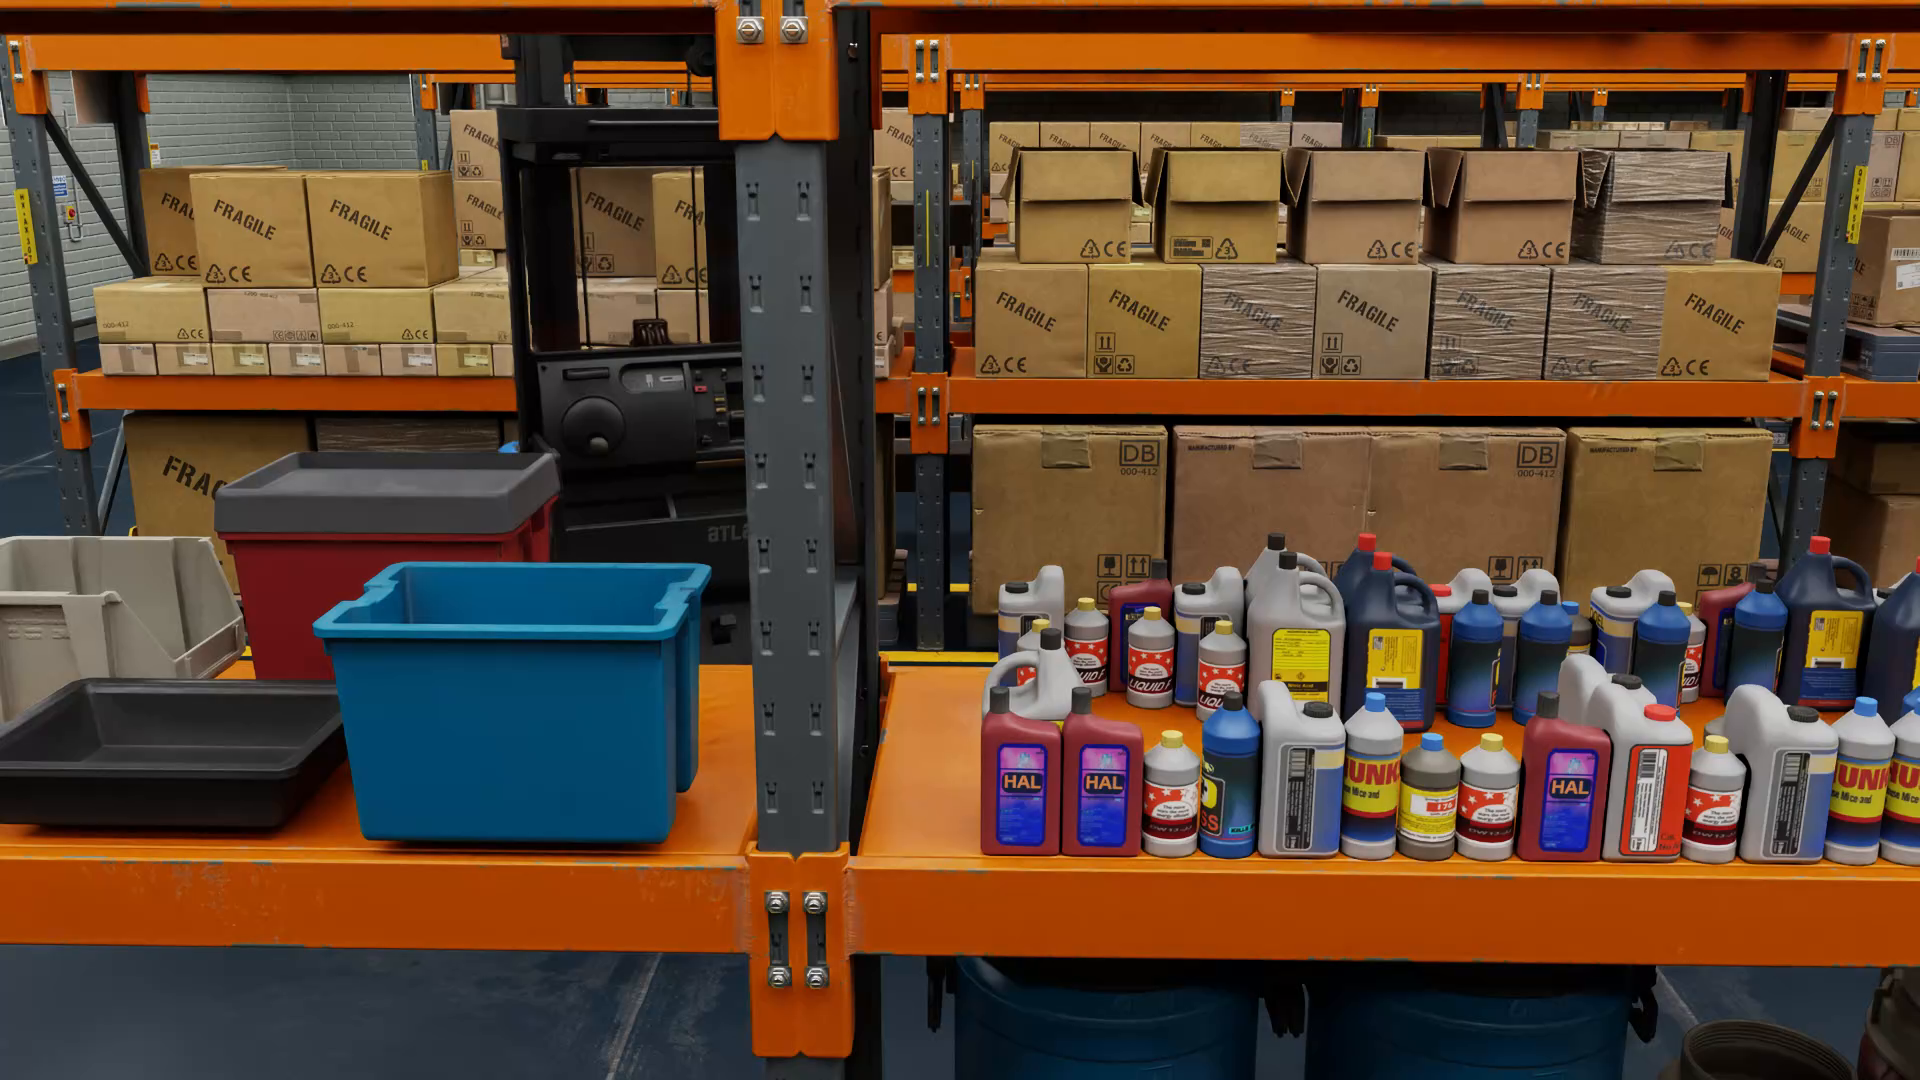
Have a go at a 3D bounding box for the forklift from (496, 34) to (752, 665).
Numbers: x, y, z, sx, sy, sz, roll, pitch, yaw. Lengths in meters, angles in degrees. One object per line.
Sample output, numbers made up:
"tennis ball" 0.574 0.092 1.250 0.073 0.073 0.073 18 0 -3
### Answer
"forklift" -1.017 -0.510 6.029 1.130 2.935 3.031 -6 16 -21

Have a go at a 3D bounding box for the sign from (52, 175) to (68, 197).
"sign" -9.574 -3.753 17.655 0.001 0.218 0.327 0 15 1

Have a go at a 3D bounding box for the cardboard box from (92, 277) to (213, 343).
"cardboard box" -3.654 -1.075 7.747 0.500 0.250 0.500 0 15 0

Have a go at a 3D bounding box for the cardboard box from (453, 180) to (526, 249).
"cardboard box" -3.458 -2.459 12.502 0.500 0.500 0.500 1 15 4

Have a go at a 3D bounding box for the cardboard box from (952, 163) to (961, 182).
"cardboard box" -0.240 -4.987 22.572 0.500 0.250 0.500 0 15 1

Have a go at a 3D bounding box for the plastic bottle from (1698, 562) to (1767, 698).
"plastic bottle" 1.616 0.187 3.478 0.133 0.283 0.061 0 15 1

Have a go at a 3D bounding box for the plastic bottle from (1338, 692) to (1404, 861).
"plastic bottle" 0.679 0.386 2.751 0.097 0.271 0.097 0 15 0

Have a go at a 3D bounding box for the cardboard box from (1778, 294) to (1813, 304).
"cardboard box" 8.107 -2.229 15.823 0.500 0.500 0.500 0 15 1

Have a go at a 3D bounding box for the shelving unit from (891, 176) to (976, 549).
"shelving unit" -0.165 -1.016 9.576 0.503 2.100 0.431 0 15 1

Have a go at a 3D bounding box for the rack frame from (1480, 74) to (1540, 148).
"rack frame" 4.098 -2.288 12.633 0.127 3.000 1.000 0 15 1

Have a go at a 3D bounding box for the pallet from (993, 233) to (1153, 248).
"pallet" 0.860 -2.180 12.597 1.213 0.211 1.003 0 15 1

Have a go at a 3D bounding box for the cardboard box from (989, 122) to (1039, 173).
"cardboard box" 0.557 -4.033 17.090 0.500 0.500 0.500 1 15 2

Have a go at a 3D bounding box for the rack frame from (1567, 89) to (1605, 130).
"rack frame" 8.245 -4.791 22.120 0.127 3.000 1.000 0 15 1

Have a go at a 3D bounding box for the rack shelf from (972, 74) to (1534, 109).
"rack shelf" 2.099 -3.404 12.392 4.000 0.370 1.077 0 15 1

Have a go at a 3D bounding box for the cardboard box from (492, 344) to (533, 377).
"cardboard box" -1.981 -0.857 7.702 0.250 0.149 0.380 1 15 2

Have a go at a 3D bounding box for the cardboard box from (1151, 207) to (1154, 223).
"cardboard box" 1.528 -2.414 12.197 0.250 0.149 0.380 1 15 4

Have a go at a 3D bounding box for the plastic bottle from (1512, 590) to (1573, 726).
"plastic bottle" 1.167 0.234 3.326 0.097 0.271 0.097 0 15 0

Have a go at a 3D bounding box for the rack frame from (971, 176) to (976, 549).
"rack frame" 0.078 -1.015 9.570 0.015 2.100 0.400 0 15 1

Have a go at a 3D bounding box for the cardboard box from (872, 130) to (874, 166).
"cardboard box" -0.894 -2.926 12.312 0.500 0.500 0.500 0 15 0

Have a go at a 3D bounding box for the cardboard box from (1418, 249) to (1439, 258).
"cardboard box" 2.364 -1.150 8.123 0.500 0.500 0.500 0 15 0

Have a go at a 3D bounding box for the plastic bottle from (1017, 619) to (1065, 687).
"plastic bottle" 0.163 0.261 3.360 0.097 0.201 0.097 0 15 0

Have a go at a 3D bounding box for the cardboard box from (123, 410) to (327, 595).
"cardboard box" -3.485 -0.268 8.318 0.875 0.875 0.875 0 15 1

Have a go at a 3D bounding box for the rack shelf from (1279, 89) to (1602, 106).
"rack shelf" 6.246 -5.907 21.878 4.000 0.370 1.077 0 15 1

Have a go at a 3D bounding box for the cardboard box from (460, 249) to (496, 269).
"cardboard box" -3.584 -2.133 12.538 0.250 0.149 0.380 0 15 1

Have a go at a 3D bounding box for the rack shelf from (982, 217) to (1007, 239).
"rack shelf" 2.124 -3.216 17.562 4.000 0.370 1.077 0 15 1

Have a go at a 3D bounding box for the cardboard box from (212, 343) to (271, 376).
"cardboard box" -3.268 -0.865 7.732 0.250 0.149 0.380 0 15 0

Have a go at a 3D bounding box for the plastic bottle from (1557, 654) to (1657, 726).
"plastic bottle" 1.128 0.340 2.913 0.135 0.276 0.152 0 15 1

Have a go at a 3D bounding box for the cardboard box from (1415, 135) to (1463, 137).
"cardboard box" 5.102 -4.014 17.571 0.500 0.500 0.500 0 15 1

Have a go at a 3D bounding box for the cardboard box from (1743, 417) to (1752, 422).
"cardboard box" 5.579 -1.372 12.746 0.750 0.750 1.050 1 15 2

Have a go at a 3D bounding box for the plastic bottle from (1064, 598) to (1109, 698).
"plastic bottle" 0.264 0.223 3.504 0.097 0.201 0.097 0 15 0

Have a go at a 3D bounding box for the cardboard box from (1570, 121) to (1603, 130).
"cardboard box" 6.572 -4.308 17.415 0.250 0.149 0.380 1 15 5

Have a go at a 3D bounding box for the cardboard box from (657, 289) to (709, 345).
"cardboard box" -1.094 -1.060 7.689 0.500 0.250 0.500 1 15 3

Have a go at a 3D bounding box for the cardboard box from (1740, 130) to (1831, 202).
"cardboard box" 6.076 -2.806 12.438 0.500 0.500 0.700 0 15 1

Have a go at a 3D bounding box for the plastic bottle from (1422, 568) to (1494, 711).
"plastic bottle" 1.017 0.199 3.450 0.135 0.276 0.152 0 15 1

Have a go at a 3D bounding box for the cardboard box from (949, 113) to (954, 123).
"cardboard box" -0.191 -4.344 16.996 0.250 0.149 0.380 0 15 0

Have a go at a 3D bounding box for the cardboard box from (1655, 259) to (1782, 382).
"cardboard box" 3.371 -1.012 7.601 0.500 0.500 0.500 1 15 3

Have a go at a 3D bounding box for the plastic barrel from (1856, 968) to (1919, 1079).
"plastic barrel" 2.125 1.196 3.331 0.708 0.588 0.600 0 15 1

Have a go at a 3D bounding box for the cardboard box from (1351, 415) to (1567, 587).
"cardboard box" 2.290 -0.217 8.125 0.875 0.875 1.225 0 15 2

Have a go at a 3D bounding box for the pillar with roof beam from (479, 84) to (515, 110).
"pillar with roof beam" -6.533 -6.920 18.427 0.400 9.000 9.100 0 15 1

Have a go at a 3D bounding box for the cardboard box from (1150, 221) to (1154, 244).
"cardboard box" 1.514 -2.270 12.232 0.250 0.149 0.380 0 15 -1

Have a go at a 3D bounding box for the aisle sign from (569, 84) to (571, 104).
"aisle sign" -3.953 -4.787 17.008 0.004 0.787 0.394 0 15 1

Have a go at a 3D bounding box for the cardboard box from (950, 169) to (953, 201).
"cardboard box" -0.338 -3.696 17.771 0.500 0.500 0.500 1 15 3

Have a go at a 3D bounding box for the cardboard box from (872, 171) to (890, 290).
"cardboard box" -0.595 -1.419 7.579 0.500 0.500 0.500 1 15 3

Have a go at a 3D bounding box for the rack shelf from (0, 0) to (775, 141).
"rack shelf" -2.254 -0.903 2.911 4.000 0.370 1.077 0 15 1

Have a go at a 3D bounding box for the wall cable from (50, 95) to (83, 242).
"wall cable" -9.511 -4.141 17.601 0.123 1.953 0.585 0 15 1

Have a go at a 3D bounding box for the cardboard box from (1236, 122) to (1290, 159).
"cardboard box" 3.087 -4.021 17.045 0.500 0.500 0.500 1 15 2

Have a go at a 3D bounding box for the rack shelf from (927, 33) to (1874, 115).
"rack shelf" 1.871 -2.140 7.600 4.000 0.370 1.077 0 15 1

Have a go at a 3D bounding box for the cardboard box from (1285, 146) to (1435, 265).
"cardboard box" 1.818 -1.574 7.763 0.637 0.503 0.797 1 15 3

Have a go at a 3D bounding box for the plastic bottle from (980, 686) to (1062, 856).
"plastic bottle" 0.101 0.381 2.746 0.133 0.283 0.061 0 15 1

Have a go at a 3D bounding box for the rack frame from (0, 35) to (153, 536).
"rack frame" -4.127 -1.076 8.039 0.127 3.000 1.000 0 15 1

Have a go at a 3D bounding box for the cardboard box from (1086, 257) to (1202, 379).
"cardboard box" 0.828 -1.029 7.663 0.500 0.500 0.500 0 15 2

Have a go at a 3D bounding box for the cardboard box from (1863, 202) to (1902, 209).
"cardboard box" 6.558 -2.252 12.301 0.500 0.500 0.500 1 15 2
